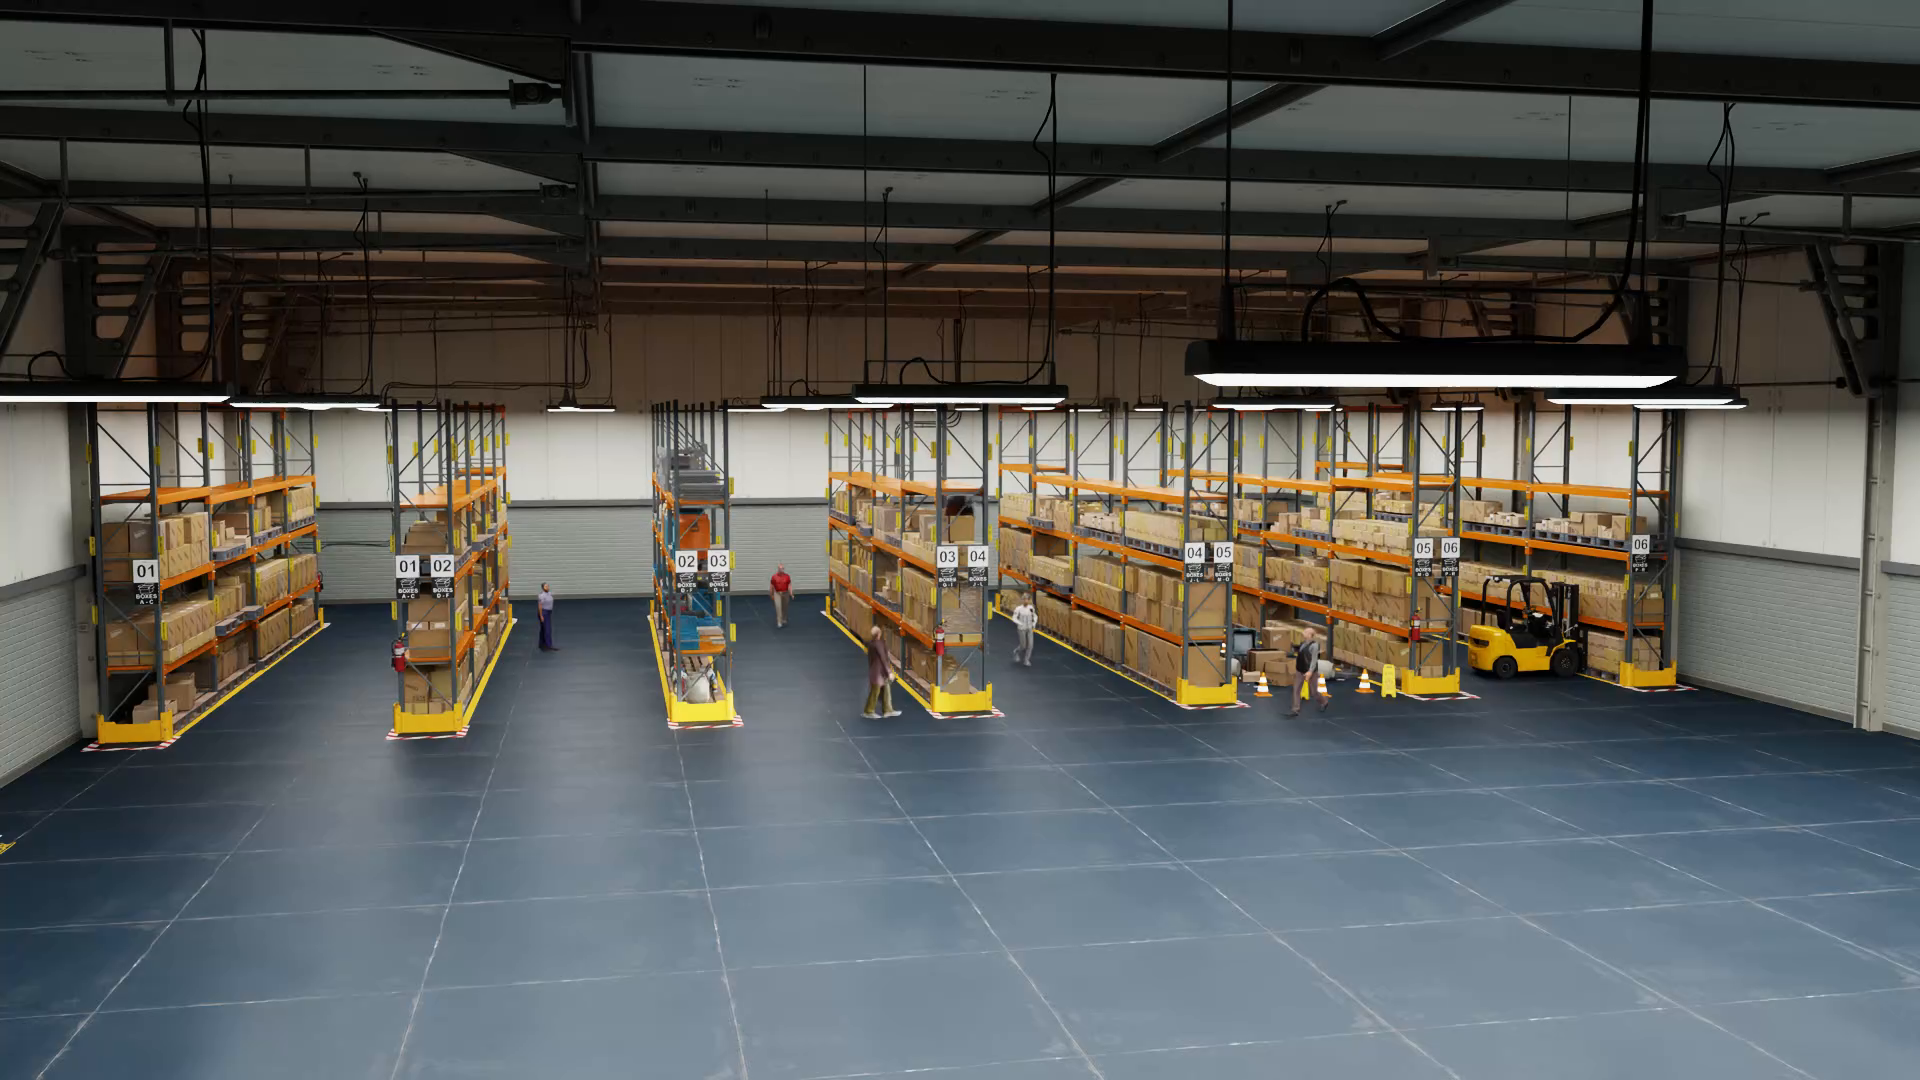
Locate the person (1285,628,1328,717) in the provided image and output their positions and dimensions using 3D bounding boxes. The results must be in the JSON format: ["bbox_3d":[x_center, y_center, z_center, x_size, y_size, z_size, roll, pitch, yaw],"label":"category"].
[{"bbox_3d":[6.591,2.503,31.497,0.949,1.697,0.506,-4,6,-40],"label":"person"}]

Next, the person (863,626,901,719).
[{"bbox_3d":[-1.480,2.493,31.335,0.723,1.760,0.603,0,4,1],"label":"person"}]

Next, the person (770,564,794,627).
[{"bbox_3d":[-4.810,1.498,44.889,0.602,1.677,1.021,-1,4,-14],"label":"person"}]

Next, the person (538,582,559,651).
[{"bbox_3d":[-10.031,1.858,40.587,0.542,1.633,0.532,0,4,-1],"label":"person"}]

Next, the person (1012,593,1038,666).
[{"bbox_3d":[1.507,2.030,38.058,0.603,1.653,0.623,-2,5,-26],"label":"person"}]
